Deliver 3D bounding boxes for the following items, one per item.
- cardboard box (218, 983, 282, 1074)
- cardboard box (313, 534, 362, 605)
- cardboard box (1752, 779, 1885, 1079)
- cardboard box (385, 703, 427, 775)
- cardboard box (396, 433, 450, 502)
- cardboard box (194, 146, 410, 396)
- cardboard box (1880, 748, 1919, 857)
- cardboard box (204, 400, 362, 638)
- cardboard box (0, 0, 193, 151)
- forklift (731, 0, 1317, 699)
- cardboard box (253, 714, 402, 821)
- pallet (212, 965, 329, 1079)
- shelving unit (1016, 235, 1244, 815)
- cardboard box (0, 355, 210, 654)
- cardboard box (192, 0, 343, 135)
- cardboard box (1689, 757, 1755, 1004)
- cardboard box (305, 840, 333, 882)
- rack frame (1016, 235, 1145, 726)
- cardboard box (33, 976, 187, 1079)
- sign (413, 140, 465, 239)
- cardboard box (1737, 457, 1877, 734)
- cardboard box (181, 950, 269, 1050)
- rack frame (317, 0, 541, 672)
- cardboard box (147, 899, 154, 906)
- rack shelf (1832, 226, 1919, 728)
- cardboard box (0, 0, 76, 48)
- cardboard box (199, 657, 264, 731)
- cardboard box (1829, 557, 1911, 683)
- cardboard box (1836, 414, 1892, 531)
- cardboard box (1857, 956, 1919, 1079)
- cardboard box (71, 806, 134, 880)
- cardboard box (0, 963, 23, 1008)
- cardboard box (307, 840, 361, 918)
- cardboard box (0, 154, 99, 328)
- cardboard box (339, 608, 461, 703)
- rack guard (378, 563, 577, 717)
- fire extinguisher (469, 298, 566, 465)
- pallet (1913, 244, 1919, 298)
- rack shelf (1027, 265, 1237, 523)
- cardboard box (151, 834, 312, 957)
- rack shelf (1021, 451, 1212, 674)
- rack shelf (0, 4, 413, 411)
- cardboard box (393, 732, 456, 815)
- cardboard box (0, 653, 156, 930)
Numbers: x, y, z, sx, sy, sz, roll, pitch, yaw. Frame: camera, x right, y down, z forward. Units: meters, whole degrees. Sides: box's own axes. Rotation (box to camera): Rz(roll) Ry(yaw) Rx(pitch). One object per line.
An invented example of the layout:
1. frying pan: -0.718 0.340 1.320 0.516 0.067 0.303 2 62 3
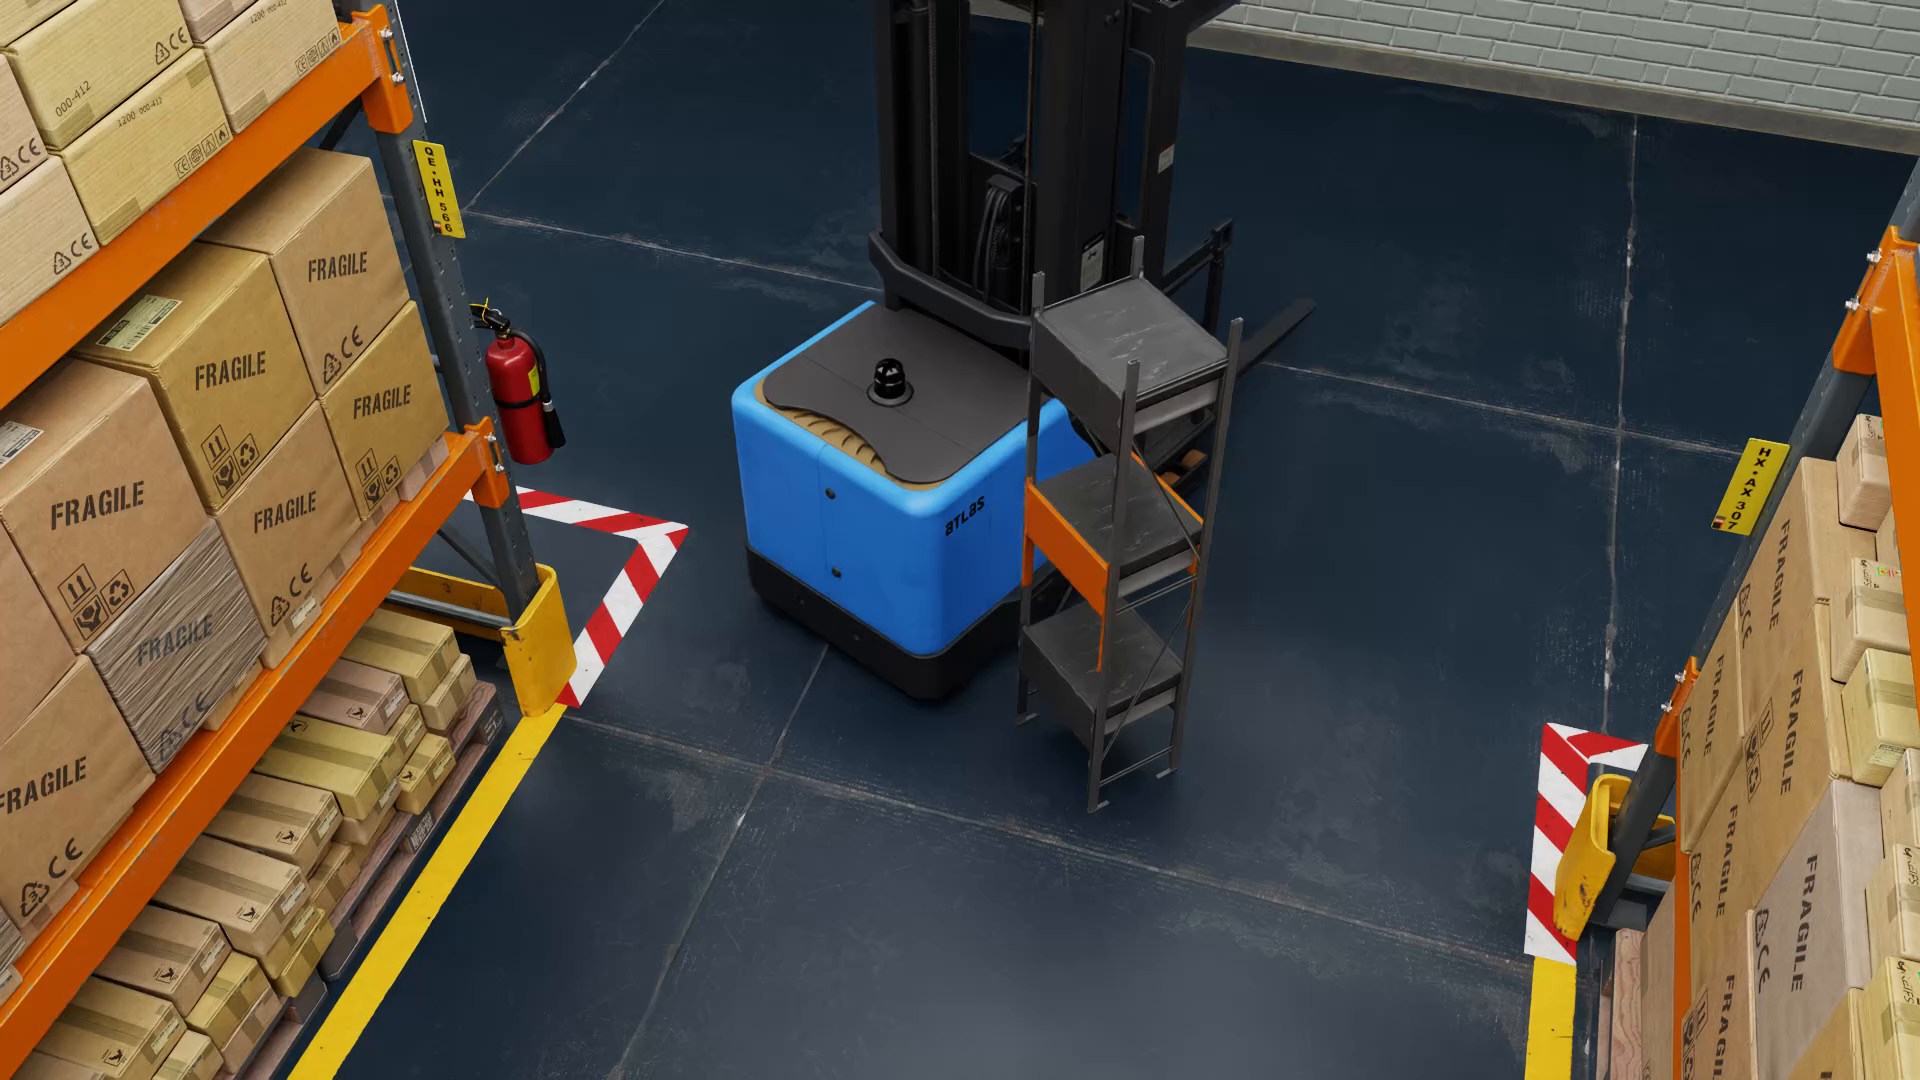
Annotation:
1. cardboard box: -2.384 1.481 5.229 0.380 0.149 0.250 13 46 13
2. cardboard box: -2.100 0.033 5.150 0.380 0.149 0.250 12 46 12
3. cardboard box: 1.935 0.876 3.323 0.500 0.500 0.500 12 46 12
4. cardboard box: -2.116 0.675 5.839 0.380 0.149 0.250 12 46 12
5. cardboard box: -1.927 -0.295 5.486 0.380 0.149 0.250 13 46 13
6. cardboard box: -1.999 -0.804 4.827 0.500 0.500 0.500 12 46 12
7. cardboard box: 1.988 0.576 3.165 0.380 0.149 0.250 13 46 13
8. cardboard box: -2.149 -0.108 4.830 0.500 0.500 0.500 12 46 12
9. cardboard box: -2.148 -1.157 3.792 0.500 0.250 0.500 11 46 11
10. forklift: 0.475 -1.390 6.474 1.130 2.935 3.031 31 52 28
11. cardboard box: -2.105 0.755 5.545 0.380 0.149 0.250 12 46 12
12. pallet: -2.772 1.730 5.230 1.003 0.211 1.213 13 46 13
13. shelving unit: 0.517 0.037 5.610 0.431 2.100 0.503 -23 49 -22
14. cardboard box: -2.302 -0.118 4.125 0.500 0.500 0.500 15 46 15
15. cardboard box: -1.983 -1.321 4.317 0.500 0.250 0.500 12 46 12
16. cardboard box: 2.105 0.885 4.028 0.500 0.500 0.500 12 46 12
17. cardboard box: -2.321 1.017 5.491 0.380 0.149 0.250 12 46 12
18. rack frame: 0.391 -0.109 5.759 0.400 2.100 0.015 -23 49 -22
19. cardboard box: -2.510 1.438 4.847 0.380 0.149 0.250 13 46 13
20. sign: -1.575 -1.058 5.032 0.100 0.325 0.005 13 46 13
21. cardboard box: 2.234 0.185 4.028 0.500 0.500 0.500 12 46 12
22. cardboard box: -2.381 1.374 5.125 0.380 0.149 0.250 15 46 15
23. rack frame: -2.098 -0.662 5.681 1.000 3.000 0.127 13 46 13
24. cardboard box: -2.798 1.093 5.413 0.380 0.149 0.250 11 45 11
25. rack shelf: 2.045 0.837 2.519 1.077 0.370 4.000 13 46 13
26. cardboard box: -2.140 -1.204 3.555 0.380 0.149 0.250 13 46 13
27. cardboard box: -2.263 0.377 4.798 0.380 0.149 0.250 11 45 11
28. cardboard box: 2.080 0.211 3.539 0.380 0.149 0.250 14 46 14
29. cardboard box: 2.279 -0.128 3.885 0.380 0.149 0.250 13 46 13
30. cardboard box: 1.769 0.897 2.838 0.380 0.149 0.250 12 46 12
31. cardboard box: -2.466 0.725 4.443 0.380 0.149 0.250 13 46 13
32. cardboard box: -2.559 1.086 4.074 0.380 0.149 0.250 14 46 14
33. cardboard box: -2.264 1.120 5.598 0.380 0.149 0.250 13 46 13
34. cardboard box: -2.294 -0.652 3.633 0.500 0.250 0.500 14 46 14
35. cardboard box: -2.016 0.401 5.908 0.380 0.149 0.250 13 46 13
36. rack guard: -2.121 0.282 6.503 1.175 0.500 0.348 13 46 13
37. fire extinguisher: -1.582 -0.571 5.910 0.296 0.674 0.183 13 46 13
38. pallet: 2.436 -0.225 3.153 1.003 0.211 1.213 13 46 13
39. rack shelf: 0.517 -0.453 5.130 0.431 0.518 0.480 -23 49 -22
40. cardboard box: -2.272 1.106 5.187 0.380 0.149 0.250 14 46 14
41. rack shelf: 0.517 0.047 5.619 0.431 0.518 0.480 -23 49 -22
42. rack shelf: -2.703 -0.144 3.521 1.077 0.370 4.000 13 46 13
43. cardboard box: -2.040 0.795 5.930 0.380 0.149 0.250 14 46 14
44. cardboard box: -2.455 0.562 4.146 0.500 0.500 0.500 15 46 15
